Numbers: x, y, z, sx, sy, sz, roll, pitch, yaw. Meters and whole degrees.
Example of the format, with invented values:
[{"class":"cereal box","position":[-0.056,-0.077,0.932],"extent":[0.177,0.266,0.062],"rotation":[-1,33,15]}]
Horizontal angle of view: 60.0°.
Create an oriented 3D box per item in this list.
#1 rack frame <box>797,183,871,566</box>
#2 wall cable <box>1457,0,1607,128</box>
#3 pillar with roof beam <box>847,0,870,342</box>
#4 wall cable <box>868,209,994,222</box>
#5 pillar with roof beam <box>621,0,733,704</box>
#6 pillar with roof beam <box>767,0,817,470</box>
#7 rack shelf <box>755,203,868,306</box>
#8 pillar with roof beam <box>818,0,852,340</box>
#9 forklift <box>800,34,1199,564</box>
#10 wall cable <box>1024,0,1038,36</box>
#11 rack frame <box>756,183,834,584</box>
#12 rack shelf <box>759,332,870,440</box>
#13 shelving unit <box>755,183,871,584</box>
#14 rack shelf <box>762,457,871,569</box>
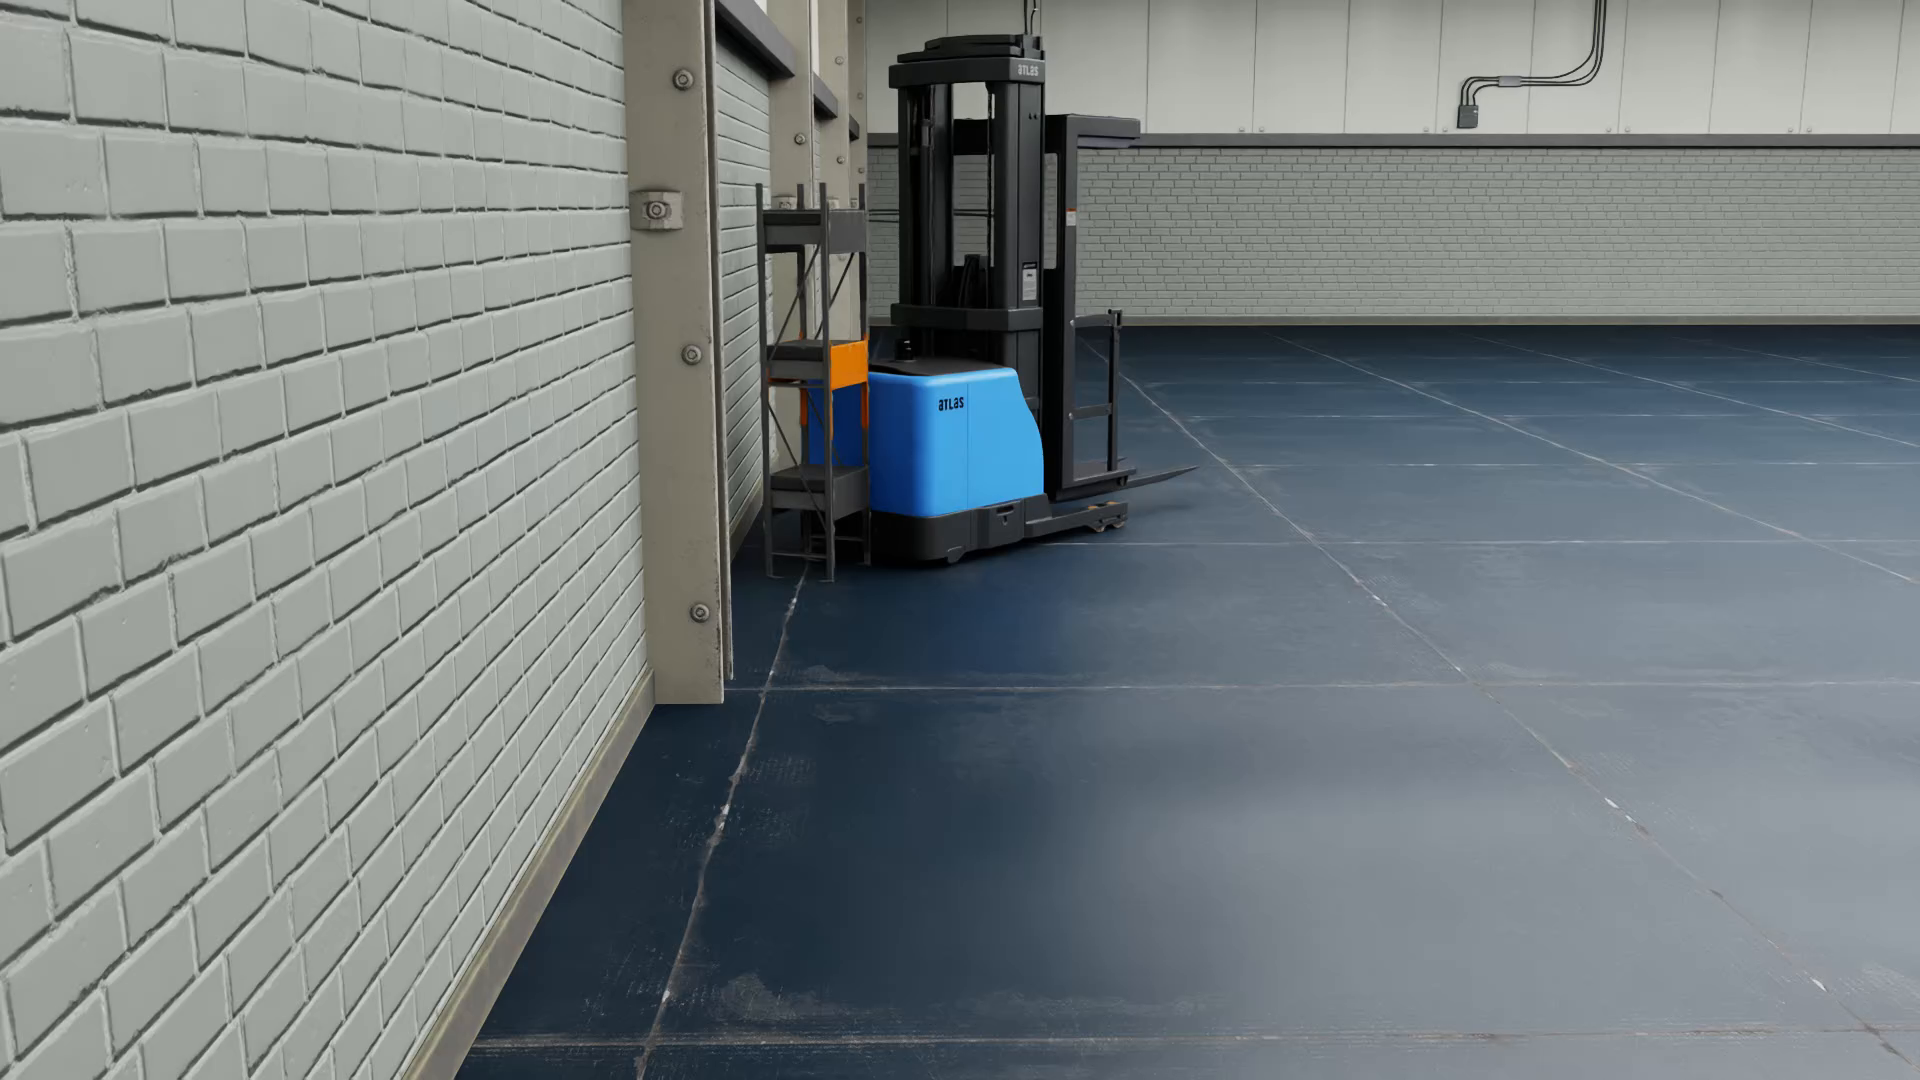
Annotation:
[{"class":"rack frame","position":[-0.696,-0.900,9.211],"extent":[0.400,2.100,0.015],"rotation":[4,12,20]},{"class":"wall cable","position":[9.254,-9.655,26.461],"extent":[2.305,6.003,0.169],"rotation":[0,11,-1]},{"class":"pillar with roof beam","position":[2.805,-7.379,23.797],"extent":[9.100,9.000,0.400],"rotation":[0,11,-1]},{"class":"wall cable","position":[-0.238,-6.430,26.931],"extent":[3.097,2.526,0.112],"rotation":[0,11,-1]},{"class":"pillar with roof beam","position":[3.177,-3.801,6.160],"extent":[9.100,9.000,0.400],"rotation":[0,11,-1]},{"class":"pillar with roof beam","position":[3.053,-4.993,12.039],"extent":[9.100,9.000,0.400],"rotation":[0,11,-1]},{"class":"rack shelf","position":[-0.783,-1.527,8.850],"extent":[0.431,0.518,0.480],"rotation":[4,12,20]},{"class":"pillar with roof beam","position":[2.929,-6.186,17.918],"extent":[9.100,9.000,0.400],"rotation":[0,11,-1]},{"class":"forklift","position":[0.404,-1.541,10.285],"extent":[1.130,2.935,3.031],"rotation":[10,15,40]},{"class":"wall cable","position":[2.467,-8.916,26.484],"extent":[3.097,2.526,0.112],"rotation":[0,11,-1]},{"class":"rack frame","position":[-0.867,-0.809,8.763],"extent":[0.400,2.100,0.015],"rotation":[4,12,20]},{"class":"rack shelf","position":[-0.781,-0.841,8.990],"extent":[0.431,0.518,0.480],"rotation":[4,12,20]},{"class":"shelving unit","position":[-0.781,-0.855,8.987],"extent":[0.431,2.100,0.503],"rotation":[4,12,20]},{"class":"rack shelf","position":[-0.780,-0.155,9.129],"extent":[0.431,0.518,0.480],"rotation":[4,12,20]}]
